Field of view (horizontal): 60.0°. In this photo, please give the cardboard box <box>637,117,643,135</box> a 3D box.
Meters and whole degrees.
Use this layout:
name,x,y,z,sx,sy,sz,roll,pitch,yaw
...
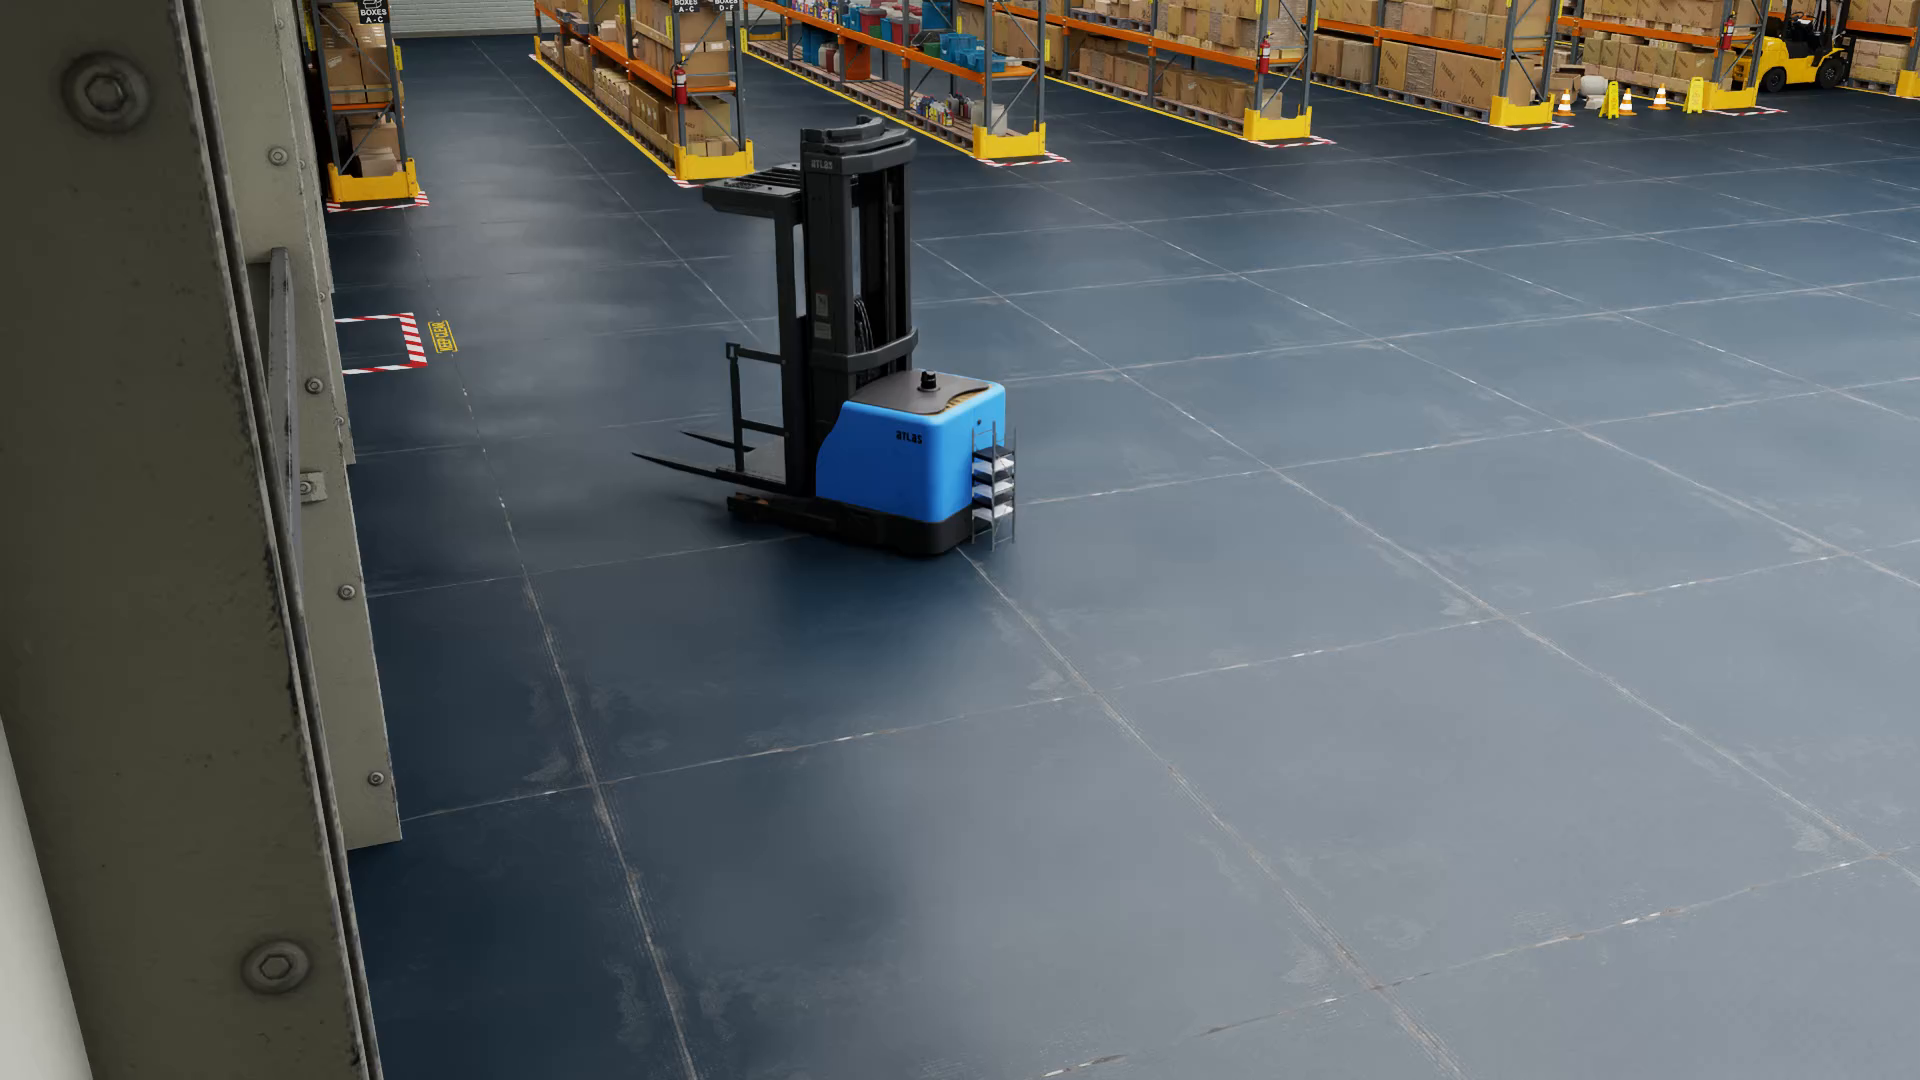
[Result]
name,x,y,z,sx,sy,sz,roll,pitch,yaw
cardboard box,-5.124,-6.959,27.900,0.500,0.250,0.500,-8,24,-19

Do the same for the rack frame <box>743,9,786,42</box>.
name,x,y,z,sx,sy,sz,roll,pitch,yaw
rack frame,-4.780,-13.464,40.332,1.000,3.000,0.127,-8,24,-19

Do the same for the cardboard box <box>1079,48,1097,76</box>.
name,x,y,z,sx,sy,sz,roll,pitch,yaw
cardboard box,2.935,-10.047,34.877,0.700,0.500,0.500,-10,25,-22

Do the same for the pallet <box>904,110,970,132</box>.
name,x,y,z,sx,sy,sz,roll,pitch,yaw
pallet,-0.343,-7.569,29.936,1.003,0.211,1.213,-8,24,-19

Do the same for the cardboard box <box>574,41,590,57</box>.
name,x,y,z,sx,sy,sz,roll,pitch,yaw
cardboard box,-7.528,-9.974,33.739,0.500,0.250,0.500,-9,24,-20

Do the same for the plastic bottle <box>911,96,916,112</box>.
name,x,y,z,sx,sy,sz,roll,pitch,yaw
plastic bottle,-0.838,-7.873,30.014,0.097,0.271,0.097,0,23,0

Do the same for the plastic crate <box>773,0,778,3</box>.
name,x,y,z,sx,sy,sz,roll,pitch,yaw
plastic crate,-4.014,-12.281,37.803,0.437,0.125,0.590,-8,24,-19

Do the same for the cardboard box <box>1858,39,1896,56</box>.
name,x,y,z,sx,sy,sz,roll,pitch,yaw
cardboard box,18.779,-10.069,33.989,0.500,0.250,0.500,-8,24,-18

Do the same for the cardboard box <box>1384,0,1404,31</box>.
name,x,y,z,sx,sy,sz,roll,pitch,yaw
cardboard box,8.910,-10.364,32.784,0.875,0.550,0.550,-8,24,-19

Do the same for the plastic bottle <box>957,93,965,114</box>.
name,x,y,z,sx,sy,sz,roll,pitch,yaw
plastic bottle,0.024,-7.822,29.790,0.144,0.351,0.185,-10,25,-22

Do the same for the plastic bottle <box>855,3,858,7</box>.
name,x,y,z,sx,sy,sz,roll,pitch,yaw
plastic bottle,-2.170,-11.131,34.948,0.061,0.283,0.133,-8,24,-19

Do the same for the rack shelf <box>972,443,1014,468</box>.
name,x,y,z,sx,sy,sz,roll,pitch,yaw
rack shelf,0.243,-0.603,11.913,0.200,0.077,0.258,21,30,40

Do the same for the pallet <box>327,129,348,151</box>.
name,x,y,z,sx,sy,sz,roll,pitch,yaw
pallet,-10.086,-6.742,27.975,1.003,0.211,1.213,-8,24,-19

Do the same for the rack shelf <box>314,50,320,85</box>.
name,x,y,z,sx,sy,sz,roll,pitch,yaw
rack shelf,-10.516,-8.140,28.626,1.077,0.370,4.000,-8,24,-19

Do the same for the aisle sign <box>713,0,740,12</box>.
name,x,y,z,sx,sy,sz,roll,pitch,yaw
aisle sign,-3.453,-8.188,24.468,0.394,0.787,0.004,-8,24,-19

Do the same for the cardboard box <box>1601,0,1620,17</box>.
name,x,y,z,sx,sy,sz,roll,pitch,yaw
cardboard box,13.458,-10.949,33.853,0.500,0.500,0.500,-8,24,-19

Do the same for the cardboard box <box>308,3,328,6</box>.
name,x,y,z,sx,sy,sz,roll,pitch,yaw
cardboard box,-11.625,-9.865,30.291,0.500,0.250,0.500,-8,24,-18

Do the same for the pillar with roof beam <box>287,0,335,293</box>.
name,x,y,z,sx,sy,sz,roll,pitch,yaw
pillar with roof beam,-3.306,-7.602,18.700,9.100,9.000,0.400,-8,24,-19

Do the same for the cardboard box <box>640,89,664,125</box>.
name,x,y,z,sx,sy,sz,roll,pitch,yaw
cardboard box,-4.952,-7.123,27.321,0.500,0.500,0.500,-8,24,-19

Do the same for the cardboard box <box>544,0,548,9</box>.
name,x,y,z,sx,sy,sz,roll,pitch,yaw
cardboard box,-8.968,-12.083,36.927,0.500,0.500,0.500,-8,24,-18

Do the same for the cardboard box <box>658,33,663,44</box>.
name,x,y,z,sx,sy,sz,roll,pitch,yaw
cardboard box,-4.535,-7.900,26.168,0.380,0.149,0.250,-8,24,-18

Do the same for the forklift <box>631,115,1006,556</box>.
name,x,y,z,sx,sy,sz,roll,pitch,yaw
forklift,-1.177,-1.649,12.389,3.031,2.935,1.130,13,26,29

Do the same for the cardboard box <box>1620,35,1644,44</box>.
name,x,y,z,sx,sy,sz,roll,pitch,yaw
cardboard box,13.589,-10.125,33.609,0.380,0.149,0.250,-7,24,-16

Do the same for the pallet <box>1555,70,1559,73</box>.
name,x,y,z,sx,sy,sz,roll,pitch,yaw
pallet,13.087,-10.141,36.038,1.003,0.211,1.213,-8,24,-19

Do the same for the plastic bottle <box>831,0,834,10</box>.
name,x,y,z,sx,sy,sz,roll,pitch,yaw
plastic bottle,-2.728,-11.513,35.868,0.097,0.271,0.097,0,23,0

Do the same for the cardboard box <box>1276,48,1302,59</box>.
name,x,y,z,sx,sy,sz,roll,pitch,yaw
cardboard box,5.628,-8.350,28.524,0.380,0.149,0.250,-8,24,-19

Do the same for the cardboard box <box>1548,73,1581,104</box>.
name,x,y,z,sx,sy,sz,roll,pitch,yaw
cardboard box,11.788,-8.830,32.552,0.637,0.503,0.797,12,26,27

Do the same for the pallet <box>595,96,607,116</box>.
name,x,y,z,sx,sy,sz,roll,pitch,yaw
pallet,-6.335,-8.289,31.646,1.003,0.211,1.213,-8,24,-19

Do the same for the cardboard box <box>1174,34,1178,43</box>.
name,x,y,z,sx,sy,sz,roll,pitch,yaw
cardboard box,4.175,-9.279,30.727,0.380,0.149,0.250,-8,24,-19

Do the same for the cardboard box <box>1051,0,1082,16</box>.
name,x,y,z,sx,sy,sz,roll,pitch,yaw
cardboard box,2.274,-11.428,35.373,0.500,0.500,0.500,-8,24,-17

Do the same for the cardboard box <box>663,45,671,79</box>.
name,x,y,z,sx,sy,sz,roll,pitch,yaw
cardboard box,-4.276,-7.561,26.198,0.700,0.500,0.500,-8,24,-19

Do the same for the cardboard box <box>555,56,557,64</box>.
name,x,y,z,sx,sy,sz,roll,pitch,yaw
cardboard box,-8.658,-10.517,36.446,0.380,0.149,0.250,-8,24,-19

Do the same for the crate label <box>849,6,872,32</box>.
name,x,y,z,sx,sy,sz,roll,pitch,yaw
crate label,-1.856,-10.175,32.484,0.502,0.435,0.616,-8,24,-19

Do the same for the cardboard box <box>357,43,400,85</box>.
name,x,y,z,sx,sy,sz,roll,pitch,yaw
cardboard box,-8.284,-6.791,23.703,0.500,0.500,0.500,-8,24,-19

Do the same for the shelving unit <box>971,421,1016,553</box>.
name,x,y,z,sx,sy,sz,roll,pitch,yaw
shelving unit,0.243,-0.385,12.005,0.210,0.900,0.258,21,30,40

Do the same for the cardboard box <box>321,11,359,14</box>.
name,x,y,z,sx,sy,sz,roll,pitch,yaw
cardboard box,-10.586,-8.828,28.637,0.700,0.500,0.500,-8,24,-19

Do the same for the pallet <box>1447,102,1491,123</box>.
name,x,y,z,sx,sy,sz,roll,pitch,yaw
pallet,9.826,-7.969,30.884,1.003,0.211,1.213,-8,24,-19

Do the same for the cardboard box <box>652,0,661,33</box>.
name,x,y,z,sx,sy,sz,roll,pitch,yaw
cardboard box,-4.482,-8.362,26.428,0.700,0.500,0.500,-8,24,-19

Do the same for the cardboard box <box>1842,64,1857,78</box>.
name,x,y,z,sx,sy,sz,roll,pitch,yaw
cardboard box,18.623,-9.791,34.617,0.500,0.250,0.500,-8,24,-18

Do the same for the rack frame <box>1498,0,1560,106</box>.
name,x,y,z,sx,sy,sz,roll,pitch,yaw
rack frame,10.182,-8.974,29.679,1.000,3.000,0.127,-8,24,-19

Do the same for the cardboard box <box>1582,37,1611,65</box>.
name,x,y,z,sx,sy,sz,roll,pitch,yaw
cardboard box,13.320,-10.164,34.536,0.500,0.500,0.500,-7,24,-16

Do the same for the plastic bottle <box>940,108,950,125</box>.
name,x,y,z,sx,sy,sz,roll,pitch,yaw
plastic bottle,-0.250,-7.300,28.649,0.152,0.276,0.135,-8,24,-19

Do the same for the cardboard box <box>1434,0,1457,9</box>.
name,x,y,z,sx,sy,sz,roll,pitch,yaw
cardboard box,9.427,-10.265,31.158,0.875,0.550,0.500,-8,24,-19

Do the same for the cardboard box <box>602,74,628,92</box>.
name,x,y,z,sx,sy,sz,roll,pitch,yaw
cardboard box,-6.307,-8.458,30.732,0.500,0.311,0.500,-9,24,-20

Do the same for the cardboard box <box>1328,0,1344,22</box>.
name,x,y,z,sx,sy,sz,roll,pitch,yaw
cardboard box,7.977,-10.993,34.342,0.500,0.500,0.500,-8,24,-18

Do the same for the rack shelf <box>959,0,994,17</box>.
name,x,y,z,sx,sy,sz,roll,pitch,yaw
rack shelf,0.560,-13.085,40.360,1.077,0.370,4.000,-8,24,-19

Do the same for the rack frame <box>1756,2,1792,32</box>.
name,x,y,z,sx,sy,sz,roll,pitch,yaw
rack frame,18.006,-11.825,36.445,1.000,3.000,0.127,-8,24,-19

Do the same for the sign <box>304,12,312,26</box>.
name,x,y,z,sx,sy,sz,roll,pitch,yaw
sign,-10.327,-8.201,26.354,0.100,0.325,0.005,-8,24,-19

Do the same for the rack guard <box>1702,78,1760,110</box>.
name,x,y,z,sx,sy,sz,roll,pitch,yaw
rack guard,14.750,-8.565,31.928,1.175,0.500,0.348,-8,24,-19

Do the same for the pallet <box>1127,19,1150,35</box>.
name,x,y,z,sx,sy,sz,roll,pitch,yaw
pallet,3.959,-9.993,32.343,1.003,0.211,1.213,-8,24,-19

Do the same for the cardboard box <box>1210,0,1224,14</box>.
name,x,y,z,sx,sy,sz,roll,pitch,yaw
cardboard box,4.724,-9.503,29.135,0.500,0.500,0.500,-8,24,-19

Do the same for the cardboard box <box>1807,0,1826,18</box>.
name,x,y,z,sx,sy,sz,roll,pitch,yaw
cardboard box,18.298,-11.304,35.078,0.500,0.500,0.500,-9,24,-20

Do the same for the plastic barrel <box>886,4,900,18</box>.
name,x,y,z,sx,sy,sz,roll,pitch,yaw
plastic barrel,-1.242,-10.111,32.234,0.421,0.512,0.421,0,23,0

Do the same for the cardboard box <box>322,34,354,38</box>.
name,x,y,z,sx,sy,sz,roll,pitch,yaw
cardboard box,-9.295,-7.273,24.846,0.500,0.500,0.500,-8,24,-18

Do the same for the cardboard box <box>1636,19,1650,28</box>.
name,x,y,z,sx,sy,sz,roll,pitch,yaw
cardboard box,13.733,-10.315,33.185,0.380,0.149,0.250,-8,24,-19

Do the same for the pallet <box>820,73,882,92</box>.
name,x,y,z,sx,sy,sz,roll,pitch,yaw
pallet,-2.271,-9.553,34.643,1.003,0.211,1.213,-8,24,-19
